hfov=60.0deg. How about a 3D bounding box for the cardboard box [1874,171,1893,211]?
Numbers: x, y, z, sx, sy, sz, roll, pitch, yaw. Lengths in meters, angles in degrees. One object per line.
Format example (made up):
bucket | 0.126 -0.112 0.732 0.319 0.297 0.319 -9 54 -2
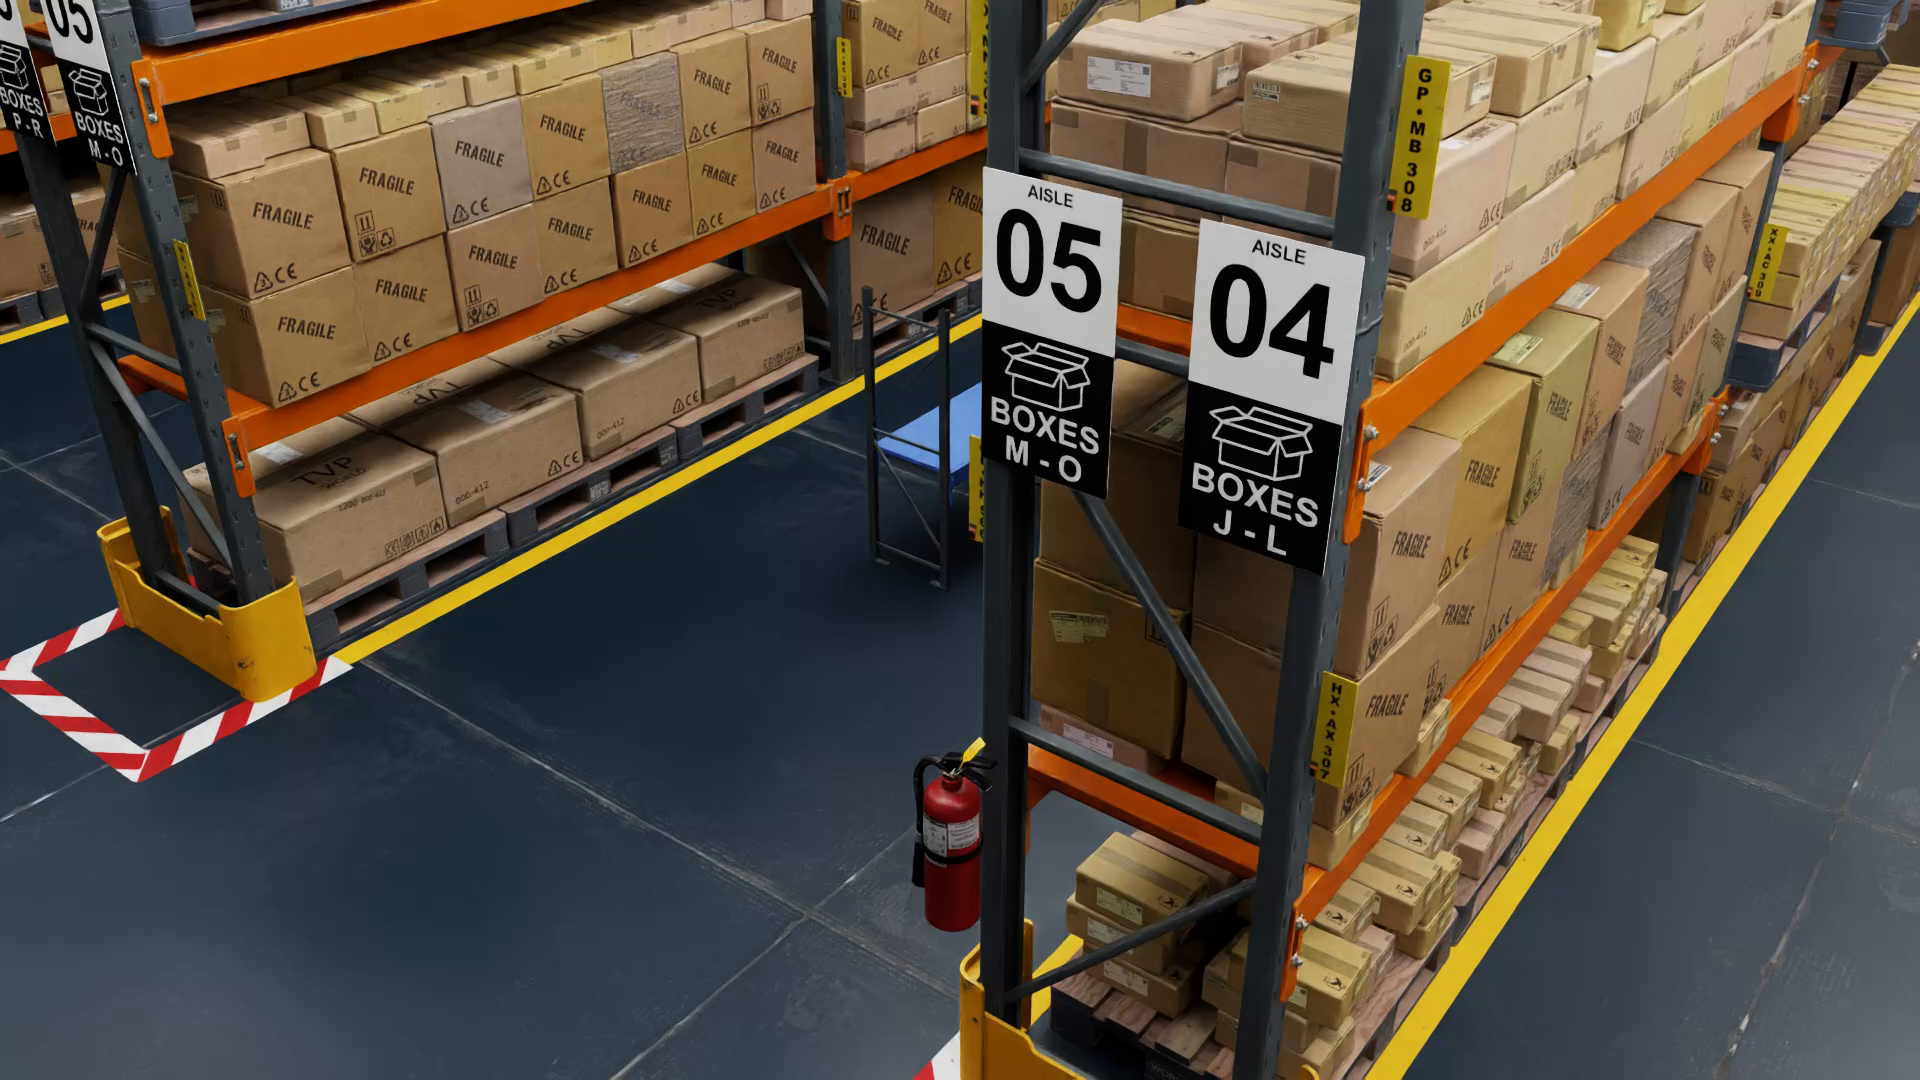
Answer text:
cardboard box | 4.459 -1.800 8.388 0.380 0.149 0.250 20 36 30

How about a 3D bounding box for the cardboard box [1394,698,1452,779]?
cardboard box | 1.280 0.550 5.127 0.380 0.149 0.250 20 36 30

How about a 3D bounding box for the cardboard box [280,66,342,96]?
cardboard box | -3.046 -2.092 7.623 0.380 0.149 0.250 22 37 32

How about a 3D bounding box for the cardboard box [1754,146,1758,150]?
cardboard box | 3.938 -2.001 8.728 0.380 0.149 0.250 23 37 33

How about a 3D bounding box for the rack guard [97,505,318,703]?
rack guard | -3.525 0.284 7.780 1.175 0.500 0.348 21 37 31

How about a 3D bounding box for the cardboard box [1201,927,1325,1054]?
cardboard box | 1.018 1.465 5.428 0.380 0.149 0.250 23 38 33

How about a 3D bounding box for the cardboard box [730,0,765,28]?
cardboard box | -1.274 -2.882 8.956 0.380 0.149 0.250 22 37 32

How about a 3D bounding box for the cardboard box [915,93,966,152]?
cardboard box | -0.309 -2.671 10.461 0.500 0.250 0.500 20 36 30

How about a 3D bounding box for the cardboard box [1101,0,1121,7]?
cardboard box | 0.912 -4.024 11.519 0.500 0.500 0.500 22 37 32

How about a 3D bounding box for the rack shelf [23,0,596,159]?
rack shelf | -2.303 -2.595 7.950 1.077 0.370 4.000 21 37 31

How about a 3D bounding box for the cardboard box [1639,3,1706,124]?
cardboard box | 1.902 -1.478 5.017 0.500 0.250 0.500 20 36 30

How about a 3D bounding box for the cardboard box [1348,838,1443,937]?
cardboard box | 1.409 1.151 5.667 0.380 0.149 0.250 21 37 31

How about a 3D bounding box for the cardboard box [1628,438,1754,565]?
cardboard box | 3.569 -0.269 8.301 0.500 0.500 0.500 23 37 33

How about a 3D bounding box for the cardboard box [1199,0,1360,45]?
cardboard box | 0.845 -1.331 4.378 0.380 0.149 0.250 20 36 30

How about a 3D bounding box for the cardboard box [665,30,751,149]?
cardboard box | -1.473 -2.419 8.812 0.500 0.500 0.500 21 36 31

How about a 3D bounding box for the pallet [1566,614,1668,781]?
pallet | 2.534 0.539 7.634 1.003 0.211 1.213 21 37 31

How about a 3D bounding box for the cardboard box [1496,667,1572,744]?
cardboard box | 2.176 0.623 6.558 0.380 0.149 0.250 20 36 30

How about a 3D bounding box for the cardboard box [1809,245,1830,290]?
cardboard box | 3.671 -1.270 7.493 0.380 0.149 0.250 20 36 30

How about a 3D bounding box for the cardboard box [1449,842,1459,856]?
cardboard box | 1.625 1.175 6.210 0.380 0.149 0.250 21 37 31

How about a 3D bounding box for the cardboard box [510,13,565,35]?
cardboard box | -2.224 -2.596 8.473 0.380 0.149 0.250 21 37 31

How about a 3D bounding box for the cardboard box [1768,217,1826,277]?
cardboard box | 3.516 -1.292 7.238 0.380 0.149 0.250 23 38 34

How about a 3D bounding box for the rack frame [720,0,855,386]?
rack frame | -1.096 -2.427 9.903 1.000 3.000 0.127 21 37 31

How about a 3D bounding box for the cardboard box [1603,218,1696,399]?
cardboard box | 2.216 -0.856 5.882 0.500 0.500 0.500 22 37 33

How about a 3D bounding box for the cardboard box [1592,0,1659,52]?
cardboard box | 1.718 -1.492 4.650 0.380 0.149 0.250 22 37 33

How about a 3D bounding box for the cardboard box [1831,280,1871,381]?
cardboard box | 5.137 -1.328 10.088 0.500 0.500 0.500 21 37 31

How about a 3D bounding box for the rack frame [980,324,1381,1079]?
rack frame | 0.497 0.681 4.658 1.000 3.000 0.127 21 37 31

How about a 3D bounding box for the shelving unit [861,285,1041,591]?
shelving unit | 0.051 -0.680 8.426 0.538 1.500 1.048 21 37 31

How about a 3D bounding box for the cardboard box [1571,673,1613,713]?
cardboard box | 2.615 0.573 7.226 0.380 0.149 0.250 20 36 30

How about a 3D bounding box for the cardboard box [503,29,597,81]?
cardboard box | -1.986 -2.351 8.060 0.380 0.149 0.250 21 37 31

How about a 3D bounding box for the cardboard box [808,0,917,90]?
cardboard box | -0.601 -2.990 9.775 0.500 0.500 0.500 22 37 32

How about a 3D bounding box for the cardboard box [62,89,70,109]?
cardboard box | -5.992 -3.016 11.143 0.380 0.149 0.250 21 37 31

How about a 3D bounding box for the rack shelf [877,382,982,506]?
rack shelf | 0.051 -0.525 8.518 0.538 0.185 1.000 21 37 31

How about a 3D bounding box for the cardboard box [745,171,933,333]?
cardboard box | -0.785 -1.970 10.804 0.875 0.875 0.875 22 37 33

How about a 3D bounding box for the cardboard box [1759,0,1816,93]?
cardboard box | 2.831 -1.888 6.198 0.500 0.250 0.500 22 37 32

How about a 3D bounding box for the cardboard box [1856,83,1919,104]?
cardboard box | 5.084 -2.351 9.025 0.380 0.149 0.250 22 37 33

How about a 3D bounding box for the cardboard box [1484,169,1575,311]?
cardboard box | 1.293 -0.861 4.466 0.500 0.250 0.500 22 37 33

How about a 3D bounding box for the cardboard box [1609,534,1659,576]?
cardboard box | 2.904 0.070 7.491 0.380 0.149 0.250 22 37 33

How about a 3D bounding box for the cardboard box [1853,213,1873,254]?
cardboard box | 4.300 -1.568 8.288 0.380 0.149 0.250 20 36 30

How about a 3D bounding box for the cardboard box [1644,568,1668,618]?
cardboard box | 2.975 0.199 7.564 0.380 0.149 0.250 22 37 32

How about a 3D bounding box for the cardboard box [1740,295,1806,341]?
cardboard box | 3.516 -1.036 7.390 0.380 0.149 0.250 19 36 29

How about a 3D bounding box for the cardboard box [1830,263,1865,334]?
cardboard box | 4.826 -1.431 9.527 0.500 0.250 0.500 22 37 32

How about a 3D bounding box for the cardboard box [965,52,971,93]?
cardboard box | 0.013 -3.087 10.673 0.500 0.250 0.500 22 37 32

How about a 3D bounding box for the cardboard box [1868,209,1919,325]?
cardboard box | 5.766 -2.003 10.982 1.050 0.750 0.750 21 36 31

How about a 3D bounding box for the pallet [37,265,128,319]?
pallet | -6.207 -1.976 11.878 1.003 0.211 1.213 21 37 31

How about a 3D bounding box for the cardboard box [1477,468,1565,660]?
cardboard box | 1.597 -0.008 5.431 0.500 0.500 0.500 22 37 32

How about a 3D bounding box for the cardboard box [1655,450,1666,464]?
cardboard box | 2.648 -0.420 6.763 0.380 0.149 0.250 23 37 33

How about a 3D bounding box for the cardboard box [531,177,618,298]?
cardboard box | -2.098 -1.575 8.367 0.500 0.500 0.500 22 37 33

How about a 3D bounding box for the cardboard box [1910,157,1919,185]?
cardboard box | 5.089 -2.096 9.179 0.380 0.149 0.250 22 37 32

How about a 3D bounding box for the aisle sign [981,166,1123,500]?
aisle sign | 0.214 -0.500 4.101 0.394 0.787 0.004 21 37 31

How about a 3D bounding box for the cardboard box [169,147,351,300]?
cardboard box | -2.993 -1.382 7.060 0.500 0.500 0.500 20 36 30

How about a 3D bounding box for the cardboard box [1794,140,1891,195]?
cardboard box | 4.296 -1.817 8.126 0.380 0.149 0.250 23 37 33

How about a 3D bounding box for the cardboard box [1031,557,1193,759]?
cardboard box | 0.563 0.248 4.999 0.500 0.500 0.500 22 37 32

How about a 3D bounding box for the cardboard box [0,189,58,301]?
cardboard box | -6.478 -1.987 11.201 0.700 0.500 0.500 23 38 33

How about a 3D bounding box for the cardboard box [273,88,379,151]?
cardboard box | -2.726 -1.811 7.149 0.380 0.149 0.250 22 37 33

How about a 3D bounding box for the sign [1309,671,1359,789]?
sign | 0.930 0.476 4.156 0.100 0.325 0.005 21 37 31

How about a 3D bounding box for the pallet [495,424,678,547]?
pallet | -2.353 -0.444 9.293 1.003 0.211 1.213 21 37 31

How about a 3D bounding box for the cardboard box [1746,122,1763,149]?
cardboard box | 3.947 -2.136 8.663 0.380 0.149 0.250 21 36 31

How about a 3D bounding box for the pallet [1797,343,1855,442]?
pallet | 4.853 -1.054 10.321 1.003 0.211 1.213 21 37 31

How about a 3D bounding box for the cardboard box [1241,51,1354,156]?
cardboard box | 0.874 -0.993 3.806 0.380 0.149 0.250 21 36 31
